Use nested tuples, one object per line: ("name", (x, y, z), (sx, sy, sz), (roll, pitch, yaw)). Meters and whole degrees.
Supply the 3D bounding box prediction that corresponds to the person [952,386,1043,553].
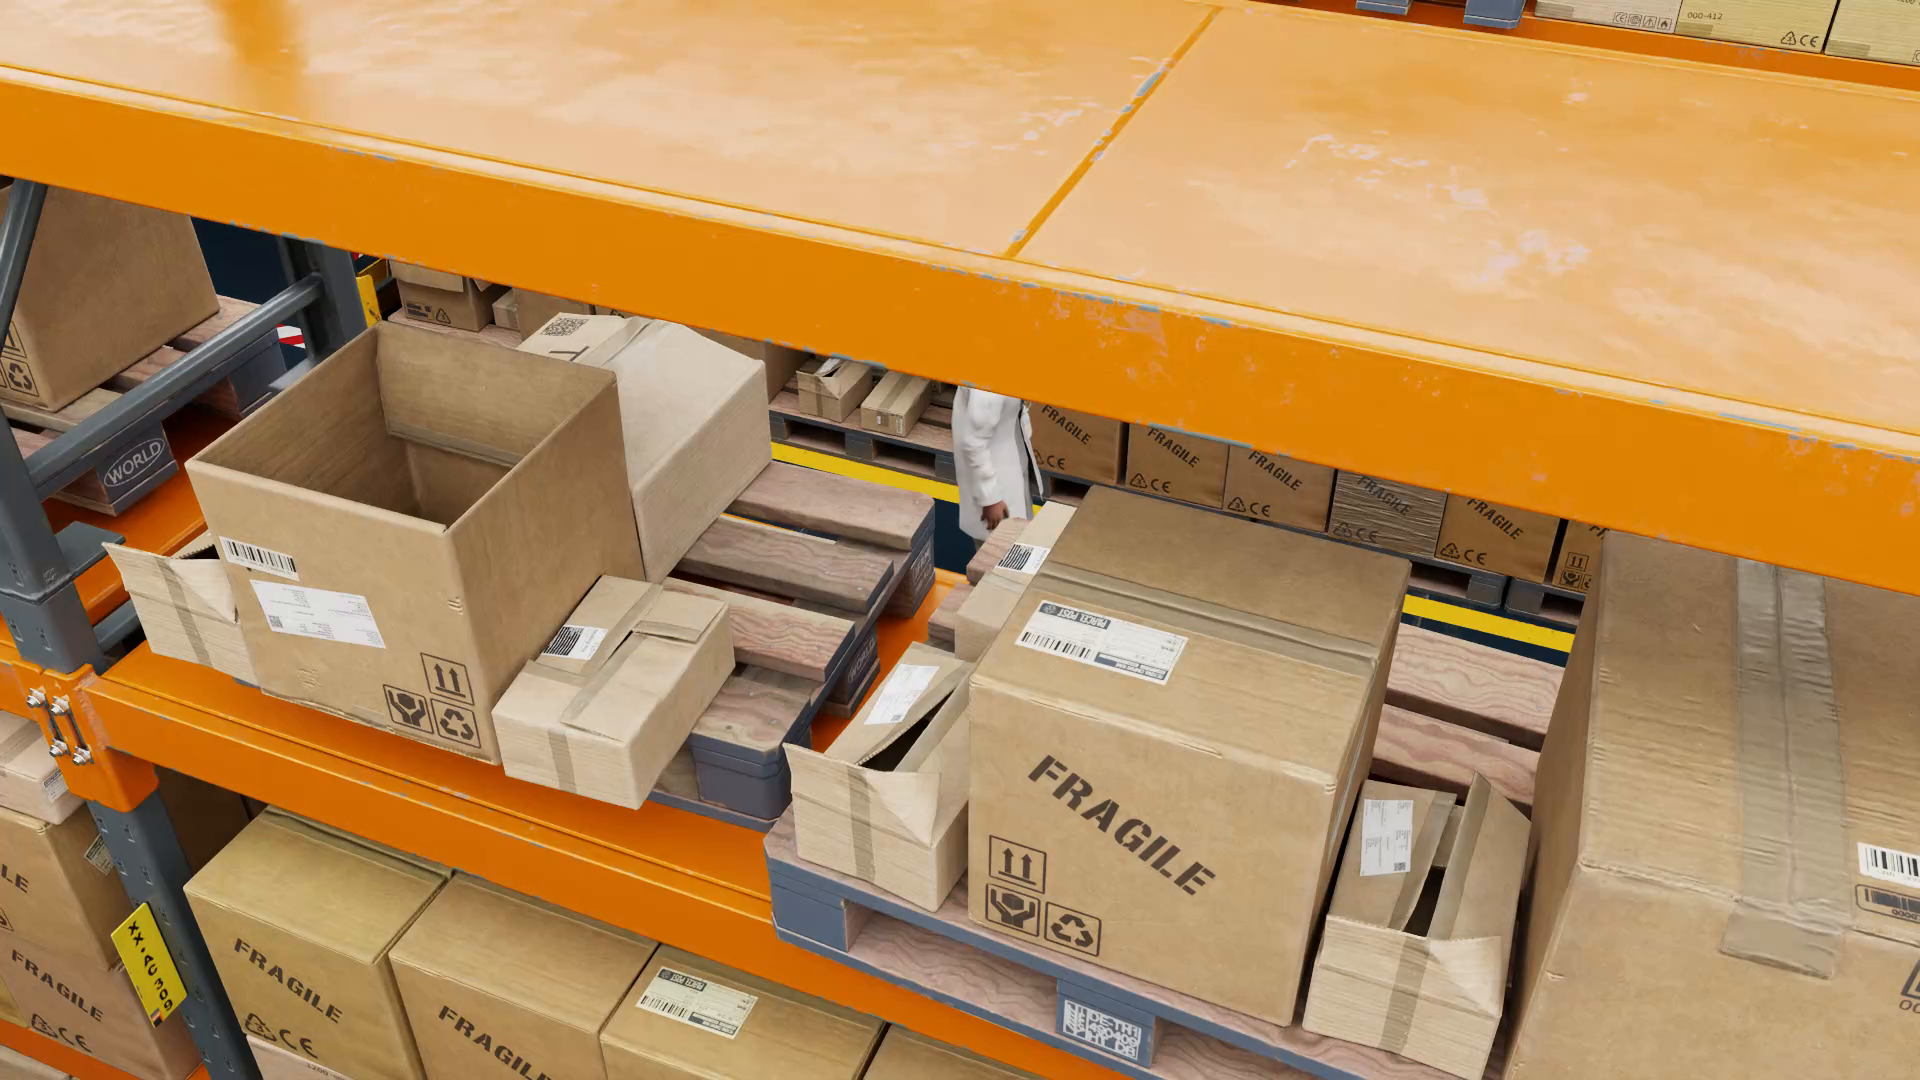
("person", (0.189, -0.307, 7.242), (0.433, 1.772, 0.649), (11, 38, 14))
